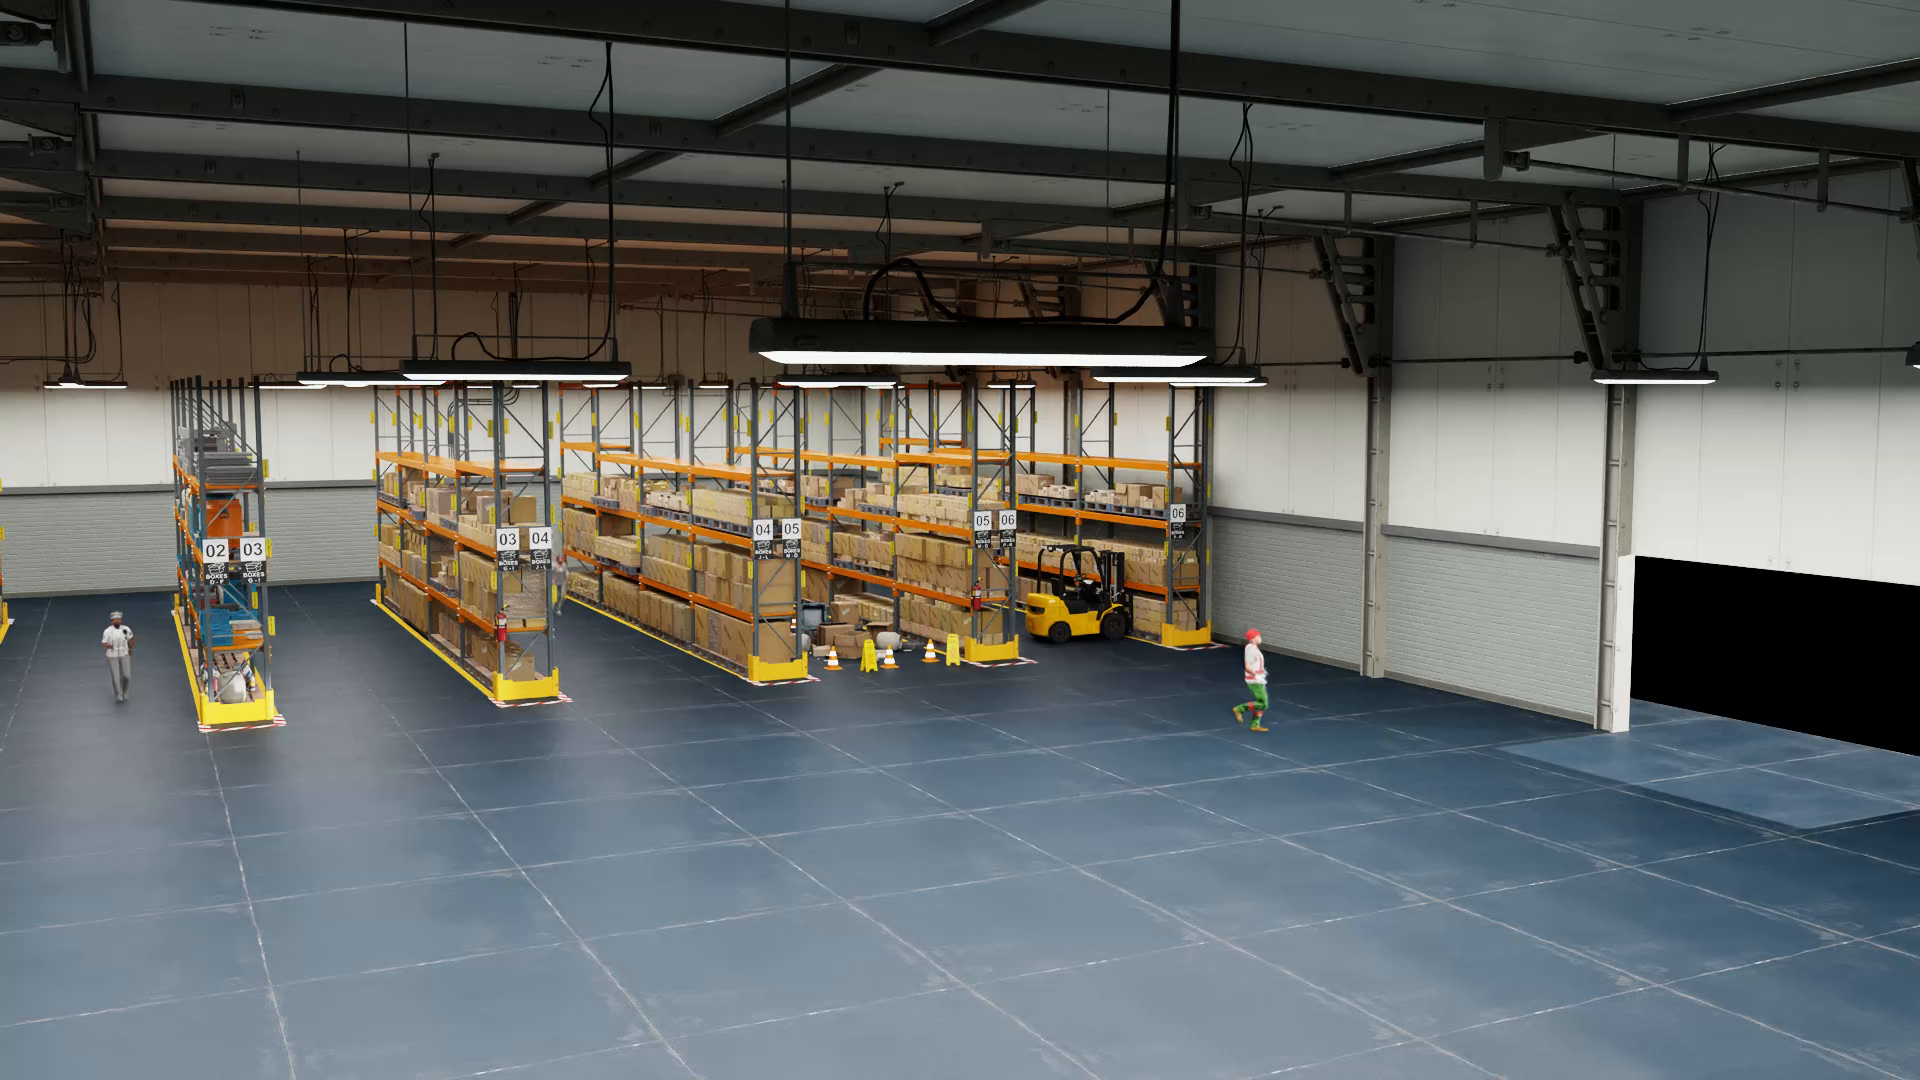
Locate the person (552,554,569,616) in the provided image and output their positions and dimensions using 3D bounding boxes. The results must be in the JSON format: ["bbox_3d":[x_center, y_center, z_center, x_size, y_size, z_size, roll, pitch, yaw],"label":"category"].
[{"bbox_3d":[-10.356,1.144,42.917,0.561,1.568,0.603,-3,6,-32],"label":"person"}]

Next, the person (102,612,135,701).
[{"bbox_3d":[-15.509,2.158,30.691,0.561,1.681,0.599,-3,6,-31],"label":"person"}]

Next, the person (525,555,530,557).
[{"bbox_3d":[-12.241,0.629,47.336,0.721,1.805,0.796,3,6,32],"label":"person"}]

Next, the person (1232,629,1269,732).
[{"bbox_3d":[4.909,2.365,28.057,0.606,1.740,0.658,1,5,8],"label":"person"}]
